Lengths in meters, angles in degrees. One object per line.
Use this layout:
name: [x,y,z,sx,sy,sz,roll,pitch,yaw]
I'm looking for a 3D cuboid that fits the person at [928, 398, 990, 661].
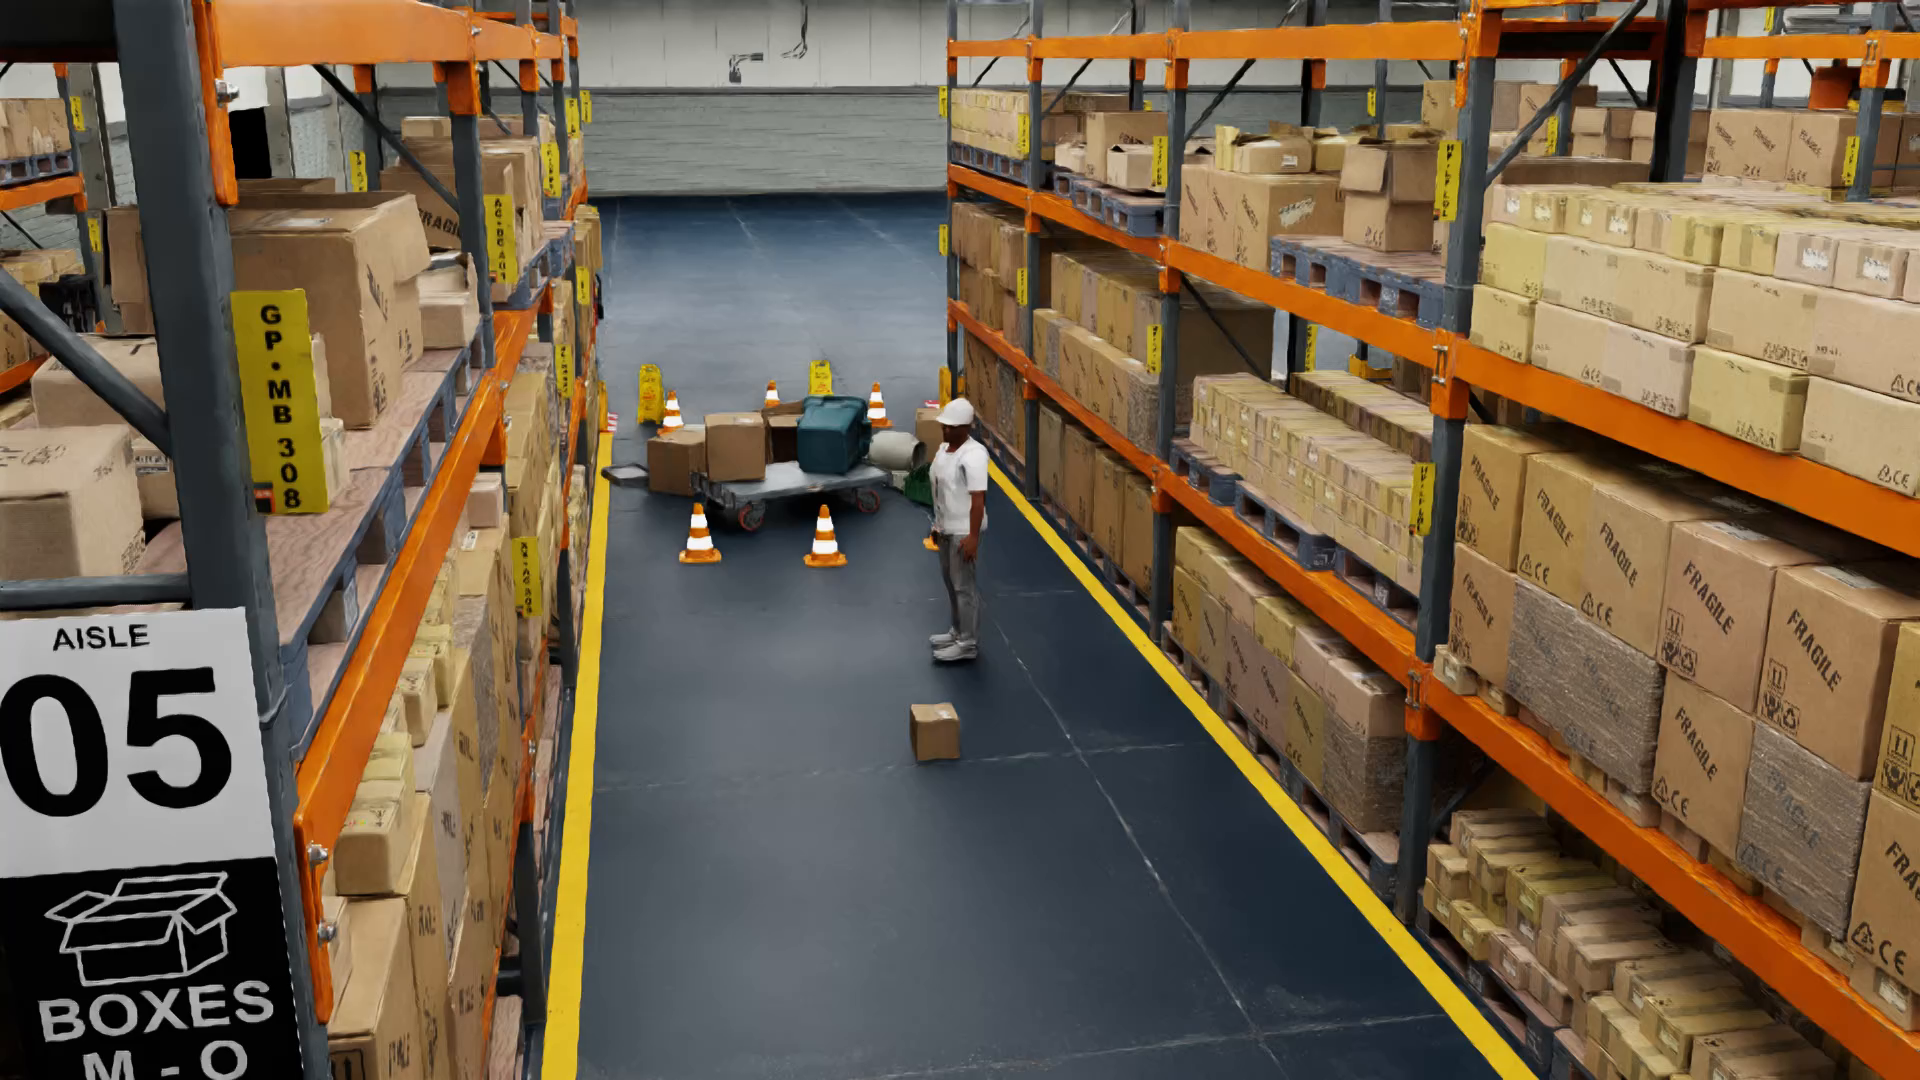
person: [-0.036,-0.075,11.147,0.386,1.774,0.650,-6,17,-21]
